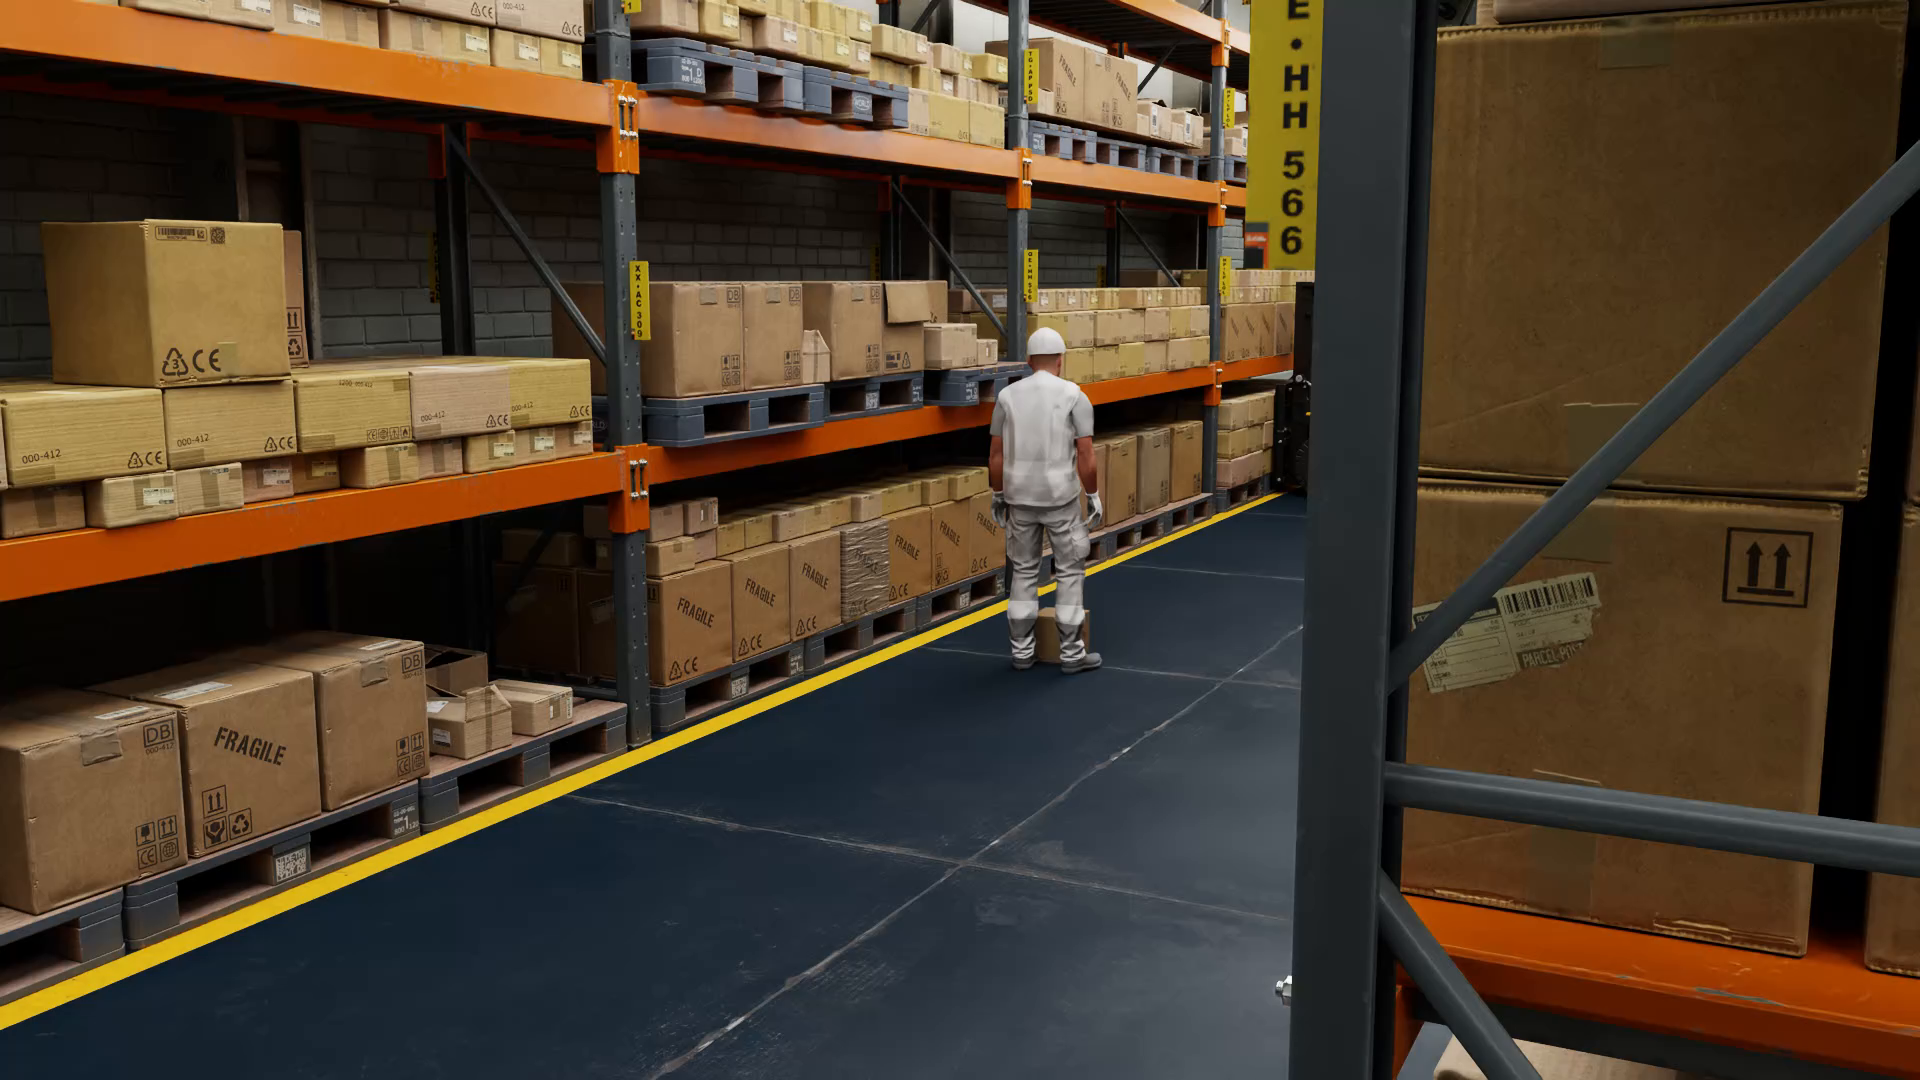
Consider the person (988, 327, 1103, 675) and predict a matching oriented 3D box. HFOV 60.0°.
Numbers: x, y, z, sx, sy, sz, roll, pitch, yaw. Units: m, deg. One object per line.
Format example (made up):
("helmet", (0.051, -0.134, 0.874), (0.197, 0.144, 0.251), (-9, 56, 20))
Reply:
("person", (0.445, -0.207, 8.632), (0.609, 1.777, 0.453), (4, 10, 22))
